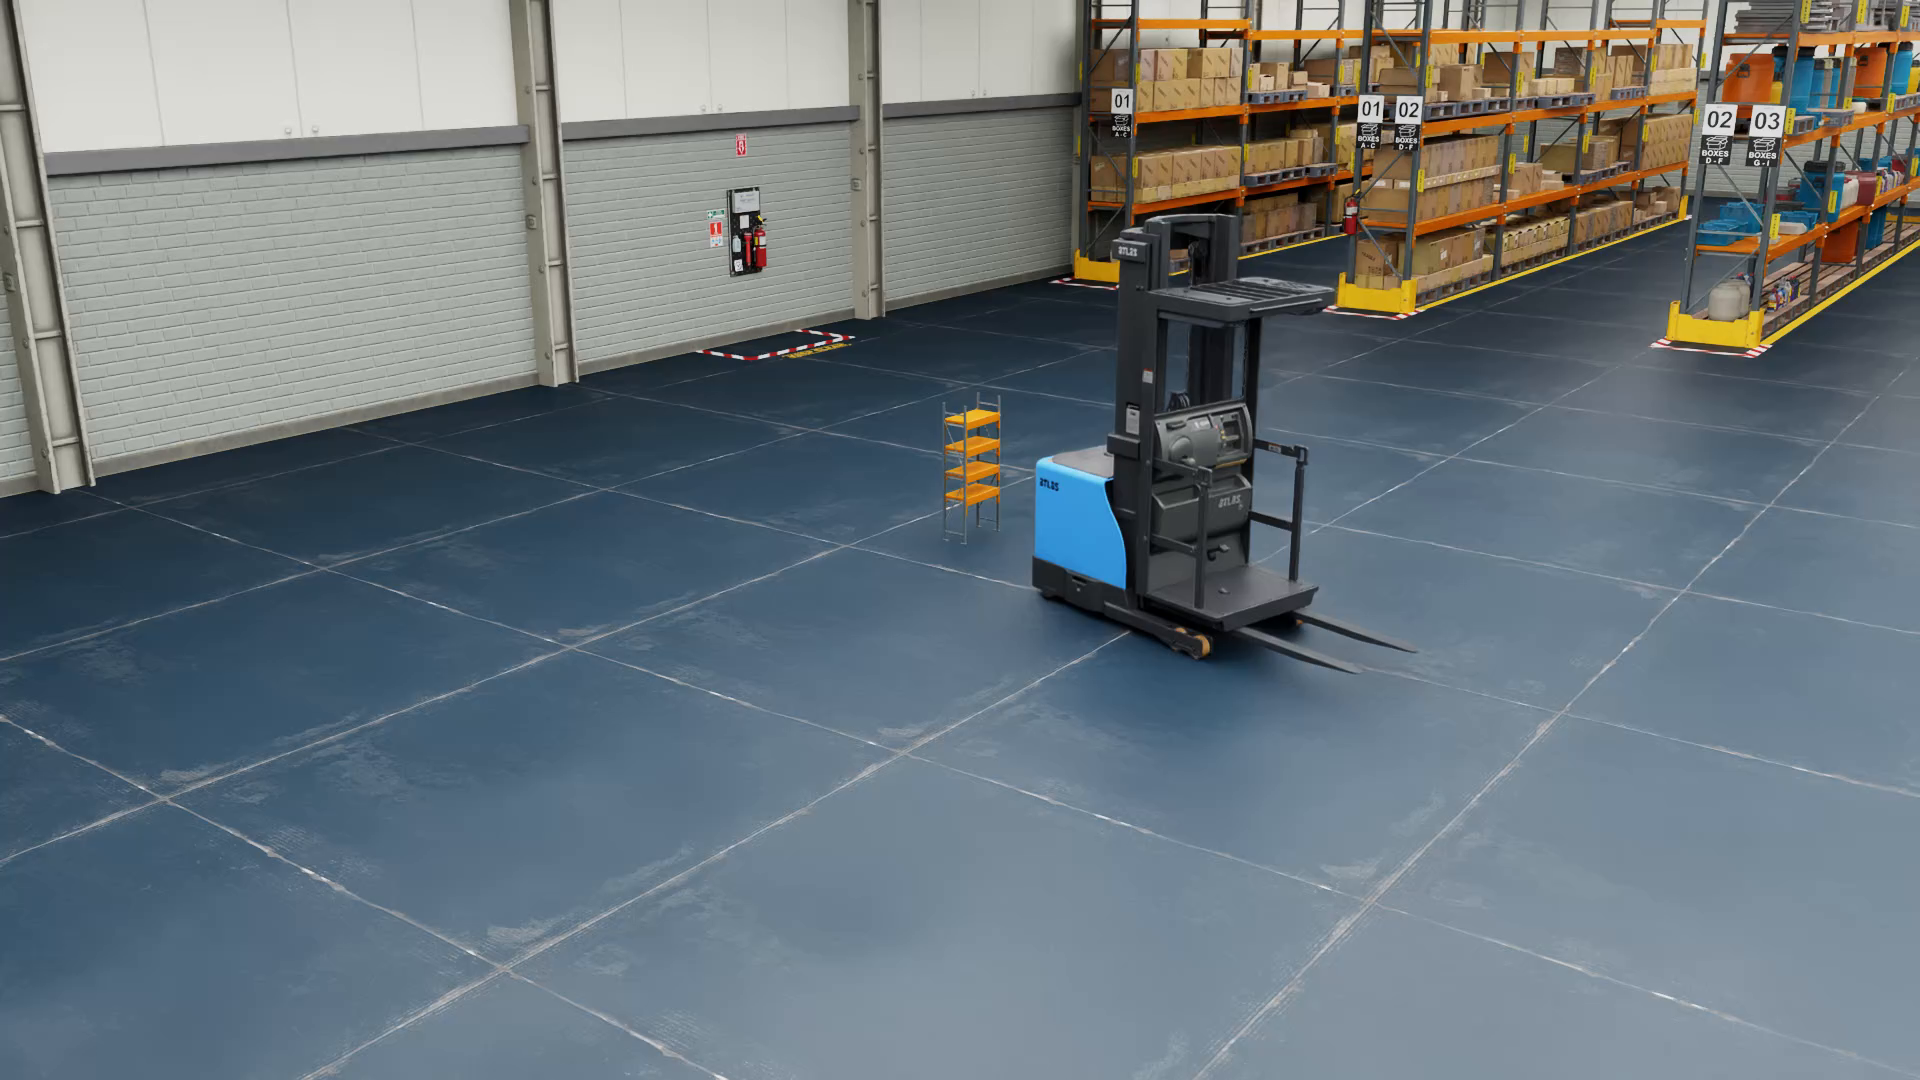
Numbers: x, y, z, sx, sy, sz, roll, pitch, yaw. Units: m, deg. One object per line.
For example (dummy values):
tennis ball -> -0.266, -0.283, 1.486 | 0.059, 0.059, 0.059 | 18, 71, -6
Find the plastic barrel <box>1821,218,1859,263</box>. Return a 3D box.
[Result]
plastic barrel -> 15.486, -5.344, 29.346 | 0.600, 0.830, 0.708 | 12, 21, 35

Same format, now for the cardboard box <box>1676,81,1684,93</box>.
cardboard box -> 15.310, -9.795, 35.924 | 0.500, 0.250, 0.500 | 12, 21, 35

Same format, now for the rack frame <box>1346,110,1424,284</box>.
rack frame -> 6.466, -5.031, 25.387 | 1.000, 3.000, 0.127 | 12, 21, 35

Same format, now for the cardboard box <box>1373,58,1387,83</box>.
cardboard box -> 8.743, -10.120, 35.806 | 0.700, 0.500, 0.500 | 12, 21, 34

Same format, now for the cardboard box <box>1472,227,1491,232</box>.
cardboard box -> 9.165, -5.411, 29.594 | 0.500, 0.311, 0.500 | 13, 22, 36

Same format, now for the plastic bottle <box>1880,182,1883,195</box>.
plastic bottle -> 16.451, -6.318, 29.727 | 0.061, 0.283, 0.133 | 12, 21, 35

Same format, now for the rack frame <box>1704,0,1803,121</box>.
rack frame -> 10.441, -7.020, 21.676 | 1.000, 3.000, 0.127 | 12, 21, 35

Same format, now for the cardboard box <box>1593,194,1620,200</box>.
cardboard box -> 13.727, -7.091, 35.495 | 0.500, 0.500, 0.500 | 12, 21, 35

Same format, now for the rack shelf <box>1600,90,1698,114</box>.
rack shelf -> 14.807, -9.455, 35.787 | 1.077, 0.370, 4.000 | 12, 21, 35

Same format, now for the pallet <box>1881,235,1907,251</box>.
pallet -> 17.998, -5.863, 32.769 | 1.003, 0.211, 1.213 | 12, 21, 35

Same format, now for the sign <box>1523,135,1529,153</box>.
sign -> 10.791, -7.545, 31.665 | 0.100, 0.325, 0.005 | 12, 21, 35

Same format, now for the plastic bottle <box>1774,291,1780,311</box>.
plastic bottle -> 11.922, -3.495, 24.280 | 0.061, 0.283, 0.133 | 13, 21, 36

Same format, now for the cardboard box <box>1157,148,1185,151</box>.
cardboard box -> 3.808, -6.839, 30.164 | 0.500, 0.500, 0.500 | 13, 22, 36

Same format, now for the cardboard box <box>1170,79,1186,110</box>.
cardboard box -> 3.540, -7.677, 28.647 | 0.500, 0.500, 0.500 | 14, 22, 37

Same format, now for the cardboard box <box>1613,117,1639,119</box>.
cardboard box -> 14.312, -8.823, 35.744 | 0.500, 0.500, 0.500 | 13, 21, 35

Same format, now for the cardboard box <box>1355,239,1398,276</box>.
cardboard box -> 6.546, -4.457, 26.202 | 0.500, 0.500, 0.500 | 12, 21, 35

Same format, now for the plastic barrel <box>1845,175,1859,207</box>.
plastic barrel -> 14.767, -5.831, 27.774 | 0.421, 0.512, 0.421 | 0, 17, 0

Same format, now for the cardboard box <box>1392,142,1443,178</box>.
cardboard box -> 7.095, -5.946, 25.978 | 0.700, 0.500, 0.500 | 12, 21, 33

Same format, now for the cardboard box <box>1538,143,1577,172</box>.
cardboard box -> 11.517, -7.355, 31.993 | 0.700, 0.500, 0.500 | 5, 18, 16

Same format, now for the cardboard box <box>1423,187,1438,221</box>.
cardboard box -> 7.063, -5.314, 26.129 | 0.700, 0.500, 0.500 | 13, 22, 36

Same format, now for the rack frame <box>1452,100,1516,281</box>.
rack frame -> 8.849, -5.984, 28.455 | 1.000, 3.000, 0.127 | 12, 21, 35

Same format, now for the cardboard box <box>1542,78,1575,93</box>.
cardboard box -> 11.007, -8.380, 30.658 | 0.500, 0.250, 0.500 | 11, 20, 31

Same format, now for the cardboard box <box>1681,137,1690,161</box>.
cardboard box -> 15.951, -8.735, 37.146 | 0.500, 0.500, 0.500 | 13, 22, 36

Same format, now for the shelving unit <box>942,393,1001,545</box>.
shelving unit -> 0.099, -0.612, 14.193 | 0.258, 1.200, 0.503 | 12, 21, 35

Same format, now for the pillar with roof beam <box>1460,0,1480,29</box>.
pillar with roof beam -> 16.390, -12.617, 39.698 | 9.100, 9.000, 0.400 | 12, 21, 35

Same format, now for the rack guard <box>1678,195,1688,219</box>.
rack guard -> 15.954, -7.630, 37.971 | 1.175, 0.500, 0.348 | 12, 21, 35

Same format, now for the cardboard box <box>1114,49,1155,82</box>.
cardboard box -> 2.910, -7.922, 27.750 | 0.500, 0.500, 0.500 | 11, 20, 31

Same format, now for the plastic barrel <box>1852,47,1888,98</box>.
plastic barrel -> 15.549, -8.033, 28.564 | 0.600, 0.830, 0.708 | 12, 21, 35

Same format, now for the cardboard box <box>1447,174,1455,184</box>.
cardboard box -> 7.638, -5.751, 26.444 | 0.380, 0.149, 0.250 | 12, 21, 34

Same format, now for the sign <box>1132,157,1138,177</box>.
sign -> 2.921, -6.223, 27.766 | 0.100, 0.325, 0.005 | 12, 21, 35

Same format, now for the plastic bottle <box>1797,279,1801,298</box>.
plastic bottle -> 12.803, -3.848, 25.415 | 0.061, 0.283, 0.133 | 14, 22, 37

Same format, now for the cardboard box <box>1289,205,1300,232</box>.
cardboard box -> 6.464, -6.545, 33.734 | 0.700, 0.500, 0.500 | 12, 21, 35

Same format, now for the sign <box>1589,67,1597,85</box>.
sign -> 11.673, -8.554, 30.668 | 0.100, 0.325, 0.005 | 12, 21, 35

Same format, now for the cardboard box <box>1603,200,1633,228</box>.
cardboard box -> 13.552, -6.737, 34.355 | 0.500, 0.500, 0.500 | 12, 21, 34

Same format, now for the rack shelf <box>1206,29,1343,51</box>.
rack shelf -> 6.060, -9.665, 32.081 | 1.077, 0.370, 4.000 | 12, 21, 35

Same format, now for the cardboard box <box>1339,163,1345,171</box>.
cardboard box -> 7.791, -7.797, 34.682 | 0.380, 0.149, 0.250 | 13, 21, 35

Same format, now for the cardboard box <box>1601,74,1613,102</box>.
cardboard box -> 12.079, -8.772, 32.207 | 0.910, 0.500, 0.500 | 12, 21, 35

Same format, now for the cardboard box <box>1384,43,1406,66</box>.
cardboard box -> 9.864, -10.939, 37.464 | 0.500, 0.500, 0.500 | 12, 21, 34

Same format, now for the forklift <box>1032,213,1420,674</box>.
forklift -> 1.874, -0.738, 11.678 | 1.130, 2.935, 3.031 | -13, 22, -37

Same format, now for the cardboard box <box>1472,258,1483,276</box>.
cardboard box -> 8.442, -4.605, 27.943 | 0.500, 0.250, 0.500 | 12, 21, 35

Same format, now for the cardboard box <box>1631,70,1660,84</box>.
cardboard box -> 14.105, -9.561, 34.326 | 0.500, 0.250, 0.500 | 12, 21, 35

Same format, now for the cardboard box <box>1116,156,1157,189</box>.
cardboard box -> 3.011, -6.262, 28.306 | 0.500, 0.500, 0.500 | 12, 21, 35

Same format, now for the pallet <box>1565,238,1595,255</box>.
pallet -> 11.707, -5.776, 32.488 | 1.003, 0.211, 1.213 | 12, 21, 35

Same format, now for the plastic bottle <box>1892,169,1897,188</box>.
plastic bottle -> 17.307, -6.713, 30.886 | 0.144, 0.351, 0.185 | 12, 21, 35

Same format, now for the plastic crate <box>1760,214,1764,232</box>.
plastic crate -> 11.789, -4.733, 24.785 | 0.450, 0.188, 0.662 | 12, 21, 35

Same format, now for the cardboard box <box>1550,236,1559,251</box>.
cardboard box -> 10.810, -5.532, 30.929 | 0.500, 0.250, 0.500 | 12, 21, 34

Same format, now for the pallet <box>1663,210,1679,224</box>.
pallet -> 15.479, -7.302, 37.402 | 1.003, 0.211, 1.213 | 12, 21, 35

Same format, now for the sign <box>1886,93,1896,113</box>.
sign -> 15.654, -7.347, 27.965 | 0.100, 0.325, 0.005 | 12, 21, 35

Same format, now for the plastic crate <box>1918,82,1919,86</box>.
plastic crate -> 19.522, -9.293, 34.275 | 0.497, 0.269, 0.590 | 12, 21, 35

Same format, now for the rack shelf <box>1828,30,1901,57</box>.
rack shelf -> 14.016, -7.915, 26.444 | 1.077, 0.370, 4.000 | 12, 21, 35

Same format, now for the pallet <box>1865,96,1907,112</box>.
pallet -> 15.742, -7.568, 28.816 | 1.003, 0.211, 1.213 | 12, 21, 35
